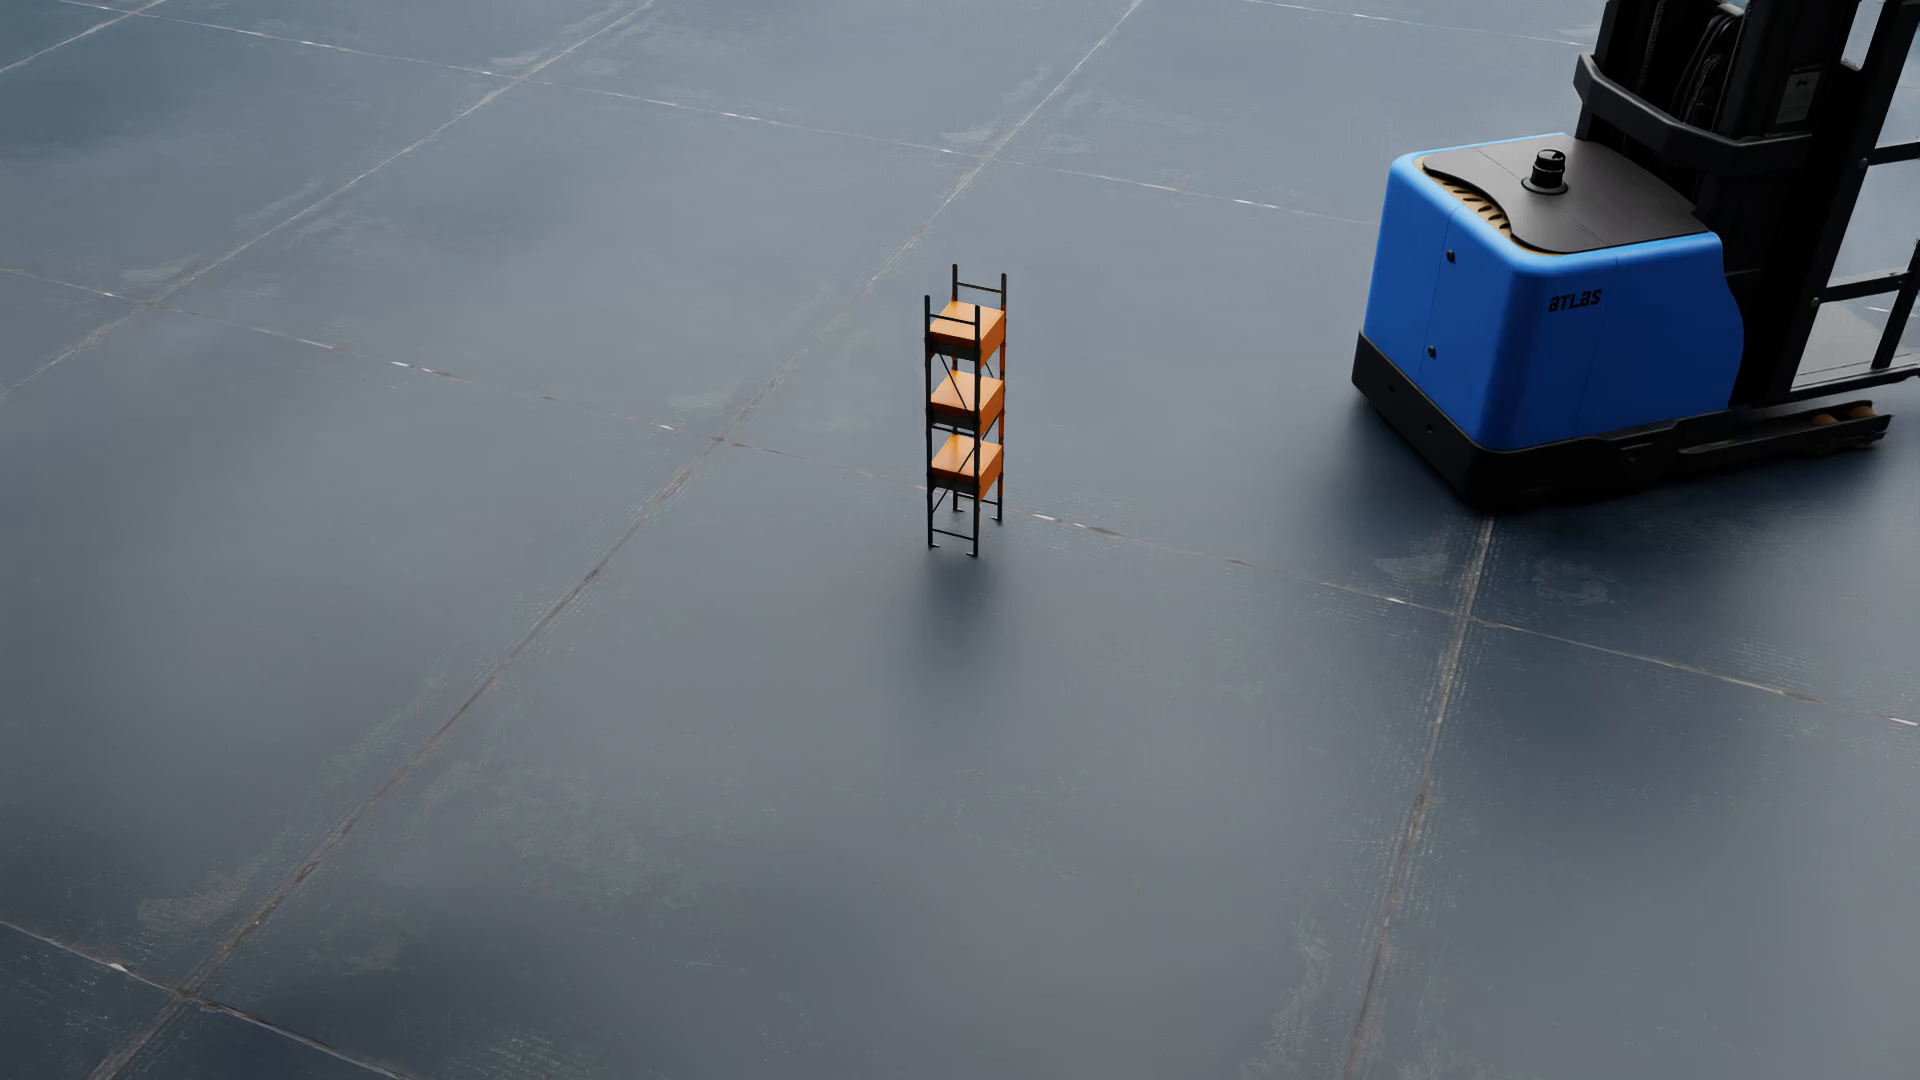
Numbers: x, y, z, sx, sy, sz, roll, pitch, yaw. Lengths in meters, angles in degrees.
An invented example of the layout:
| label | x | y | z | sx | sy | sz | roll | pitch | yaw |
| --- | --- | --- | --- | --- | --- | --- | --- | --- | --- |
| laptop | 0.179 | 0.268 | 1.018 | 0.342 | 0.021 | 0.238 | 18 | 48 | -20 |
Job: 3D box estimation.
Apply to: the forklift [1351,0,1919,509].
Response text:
| label | x | y | z | sx | sy | sz | roll | pitch | yaw |
| --- | --- | --- | --- | --- | --- | --- | --- | --- | --- |
| forklift | 3.230 | -1.803 | 6.215 | 3.031 | 2.935 | 1.130 | -11 | 38 | -14 |

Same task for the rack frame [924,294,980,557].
| label | x | y | z | sx | sy | sz | roll | pitch | yaw |
| --- | --- | --- | --- | --- | --- | --- | --- | --- | --- |
| rack frame | -0.026 | -0.383 | 5.885 | 0.200 | 1.050 | 0.008 | 14 | 39 | 18 |

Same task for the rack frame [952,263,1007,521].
| label | x | y | z | sx | sy | sz | roll | pitch | yaw |
| --- | --- | --- | --- | --- | --- | --- | --- | --- | --- |
| rack frame | 0.067 | -0.518 | 6.066 | 0.200 | 1.050 | 0.008 | 14 | 39 | 18 |

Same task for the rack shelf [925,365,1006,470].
| label | x | y | z | sx | sy | sz | roll | pitch | yaw |
| --- | --- | --- | --- | --- | --- | --- | --- | --- | --- |
| rack shelf | 0.020 | -0.442 | 5.982 | 0.215 | 0.259 | 0.240 | 14 | 39 | 18 |

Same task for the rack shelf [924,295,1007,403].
| label | x | y | z | sx | sy | sz | roll | pitch | yaw |
| --- | --- | --- | --- | --- | --- | --- | --- | --- | --- |
| rack shelf | 0.020 | -0.669 | 5.812 | 0.215 | 0.259 | 0.240 | 14 | 39 | 18 |

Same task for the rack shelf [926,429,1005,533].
| label | x | y | z | sx | sy | sz | roll | pitch | yaw |
| --- | --- | --- | --- | --- | --- | --- | --- | --- | --- |
| rack shelf | 0.020 | -0.219 | 6.148 | 0.215 | 0.259 | 0.240 | 14 | 39 | 18 |

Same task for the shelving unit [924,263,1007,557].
| label | x | y | z | sx | sy | sz | roll | pitch | yaw |
| --- | --- | --- | --- | --- | --- | --- | --- | --- | --- |
| shelving unit | 0.020 | -0.450 | 5.975 | 0.215 | 1.050 | 0.252 | 14 | 39 | 18 |
